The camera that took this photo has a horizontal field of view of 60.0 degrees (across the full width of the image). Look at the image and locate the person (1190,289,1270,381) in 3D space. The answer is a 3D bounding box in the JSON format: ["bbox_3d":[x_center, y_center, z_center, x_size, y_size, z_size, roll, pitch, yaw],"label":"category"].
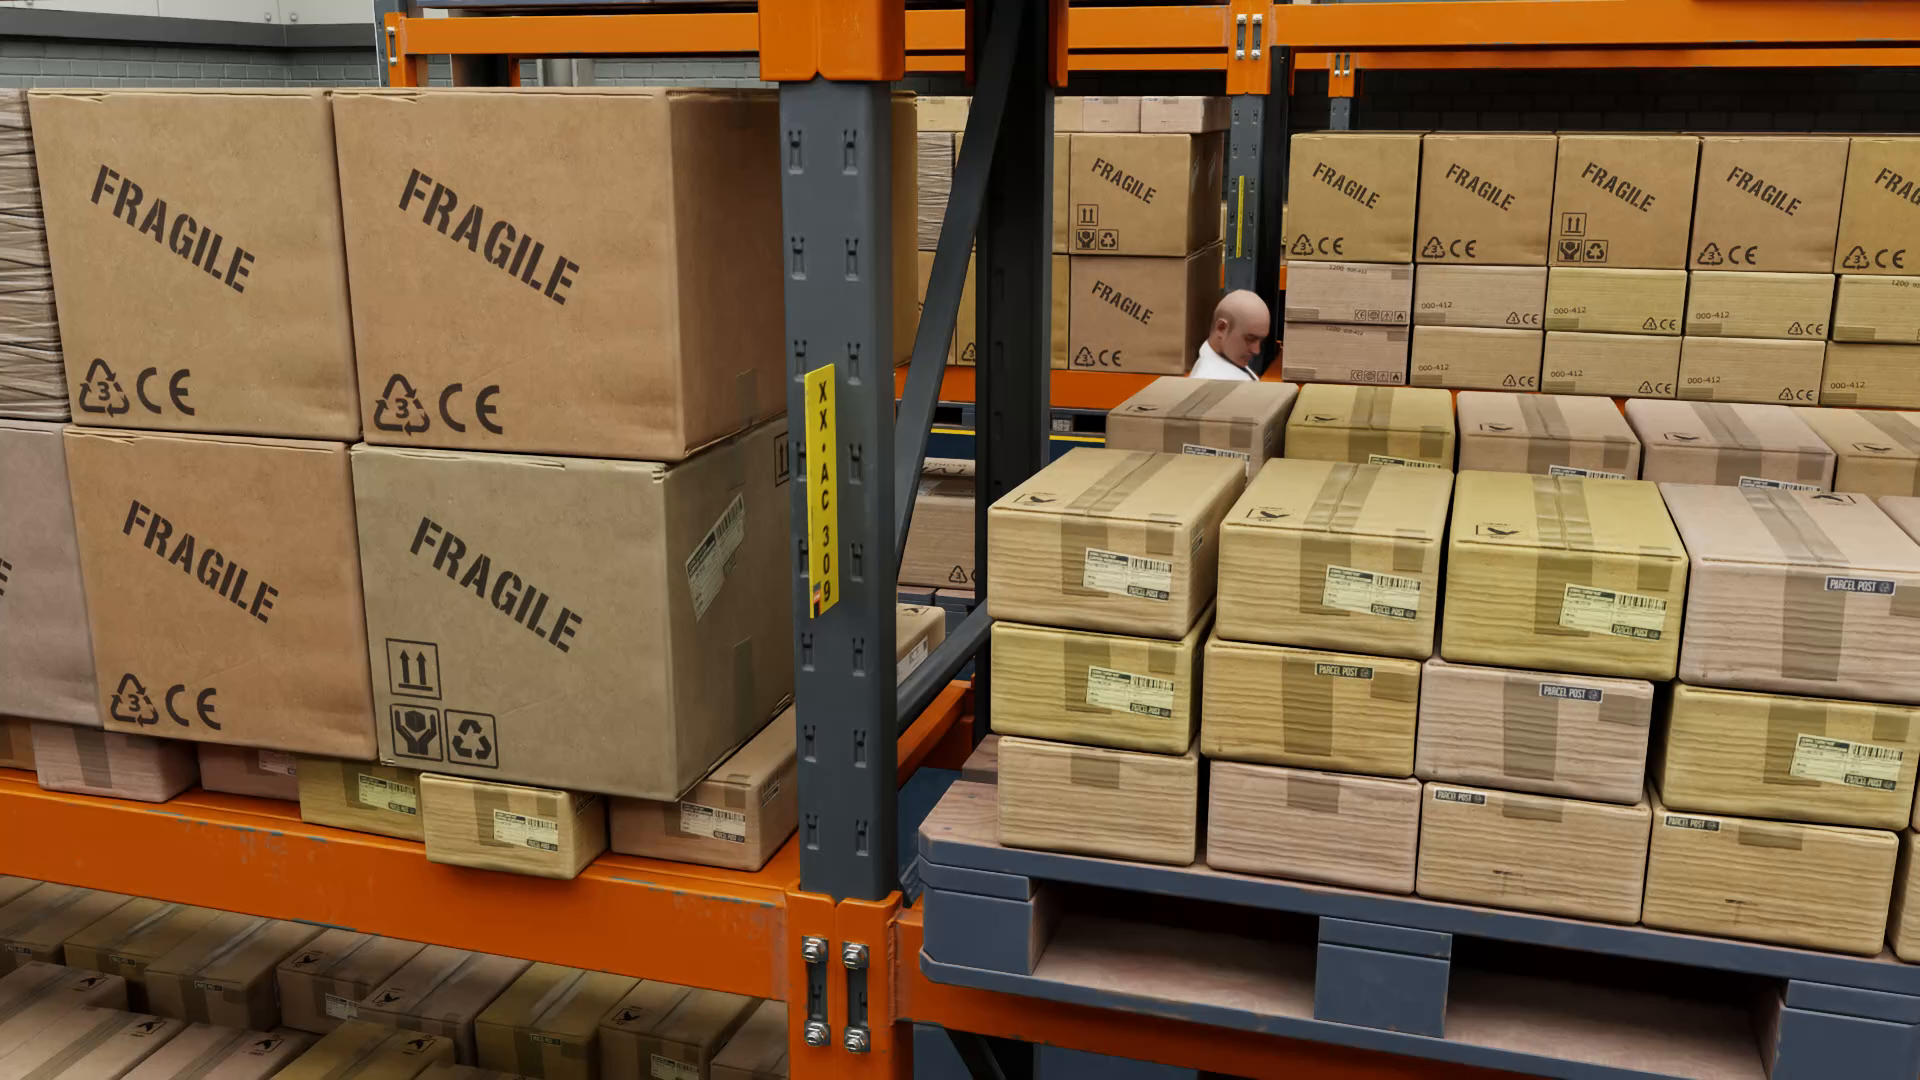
[{"bbox_3d":[1.051,0.004,6.042,0.606,1.814,0.617,2,15,9],"label":"person"}]
